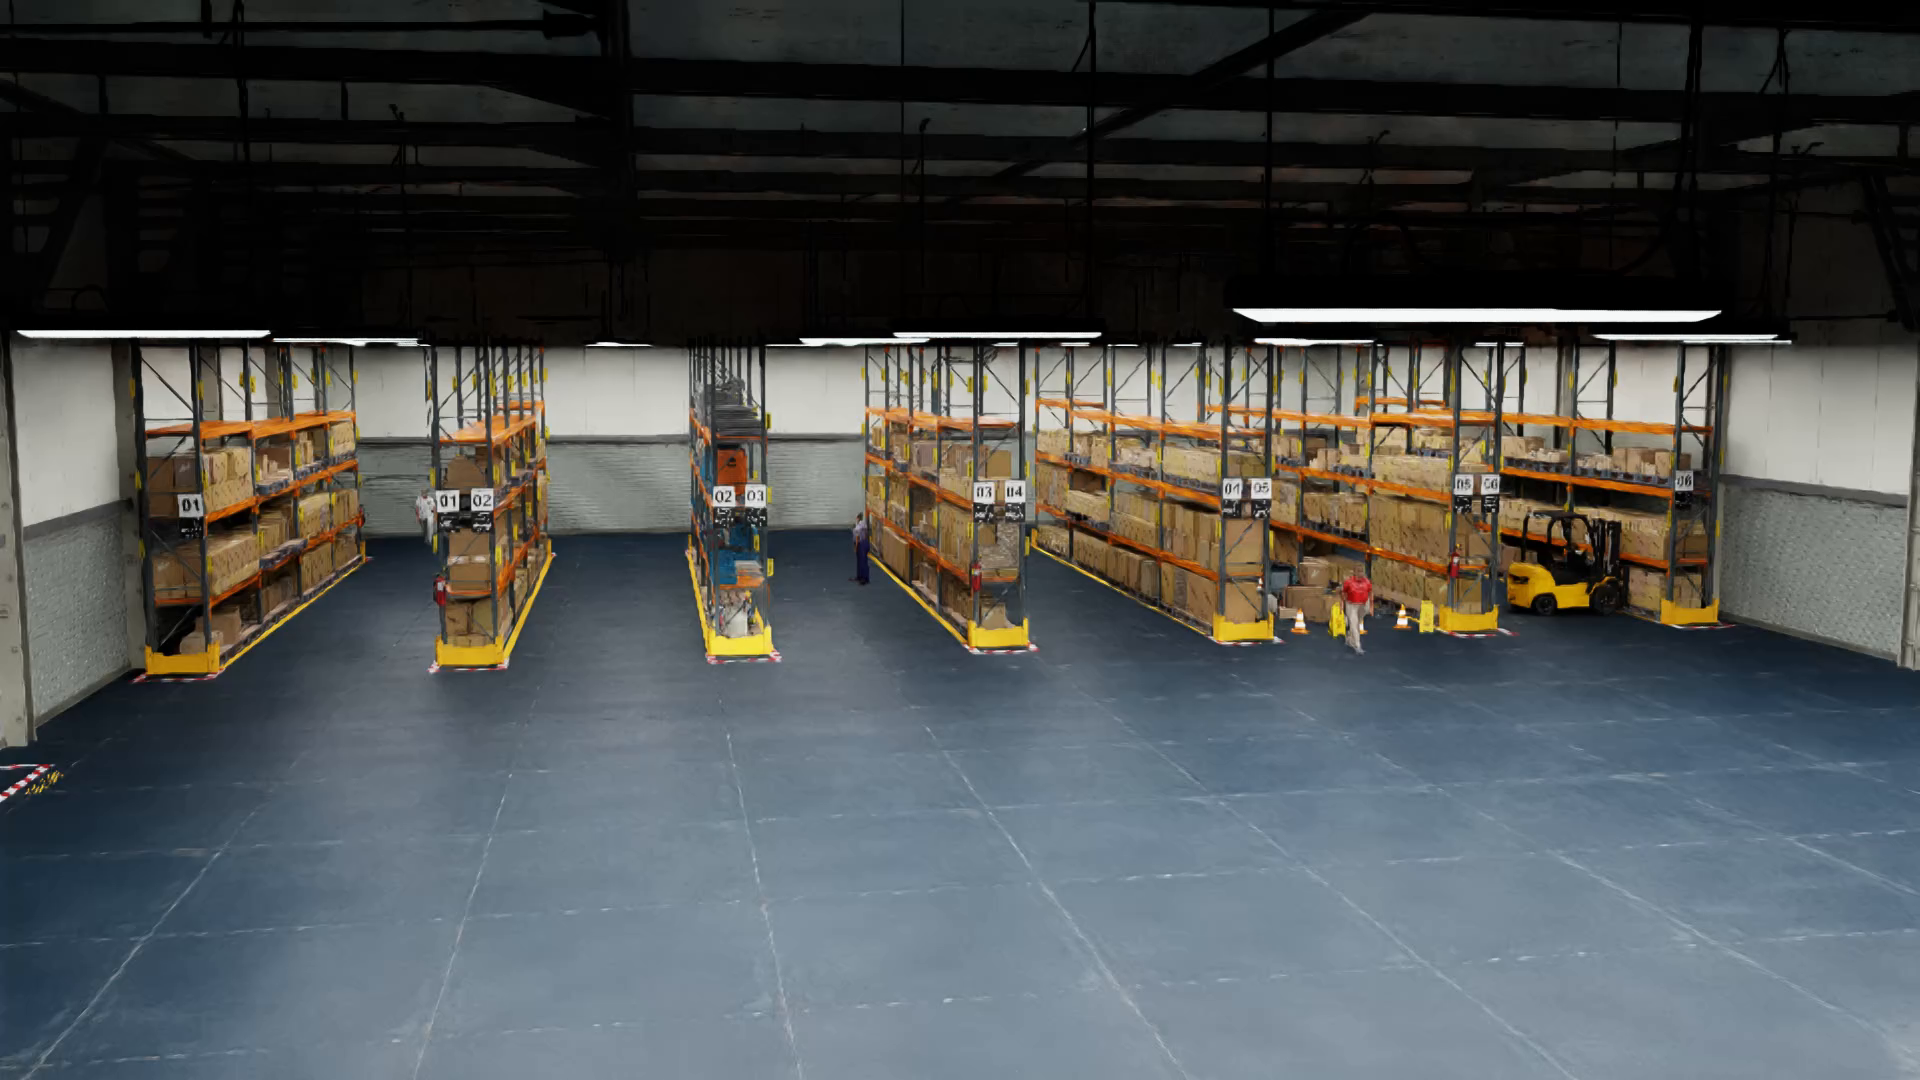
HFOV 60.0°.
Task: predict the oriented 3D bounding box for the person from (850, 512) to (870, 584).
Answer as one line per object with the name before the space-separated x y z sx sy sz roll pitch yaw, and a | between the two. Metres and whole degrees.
person | -2.337 0.170 38.845 0.573 1.640 0.612 2 7 14

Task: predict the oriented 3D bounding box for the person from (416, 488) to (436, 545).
person | -15.673 -0.708 48.743 0.542 1.675 1.126 -1 7 -8

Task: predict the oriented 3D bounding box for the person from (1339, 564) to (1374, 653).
person | 7.548 1.279 31.552 0.554 1.669 1.040 -1 7 -12
